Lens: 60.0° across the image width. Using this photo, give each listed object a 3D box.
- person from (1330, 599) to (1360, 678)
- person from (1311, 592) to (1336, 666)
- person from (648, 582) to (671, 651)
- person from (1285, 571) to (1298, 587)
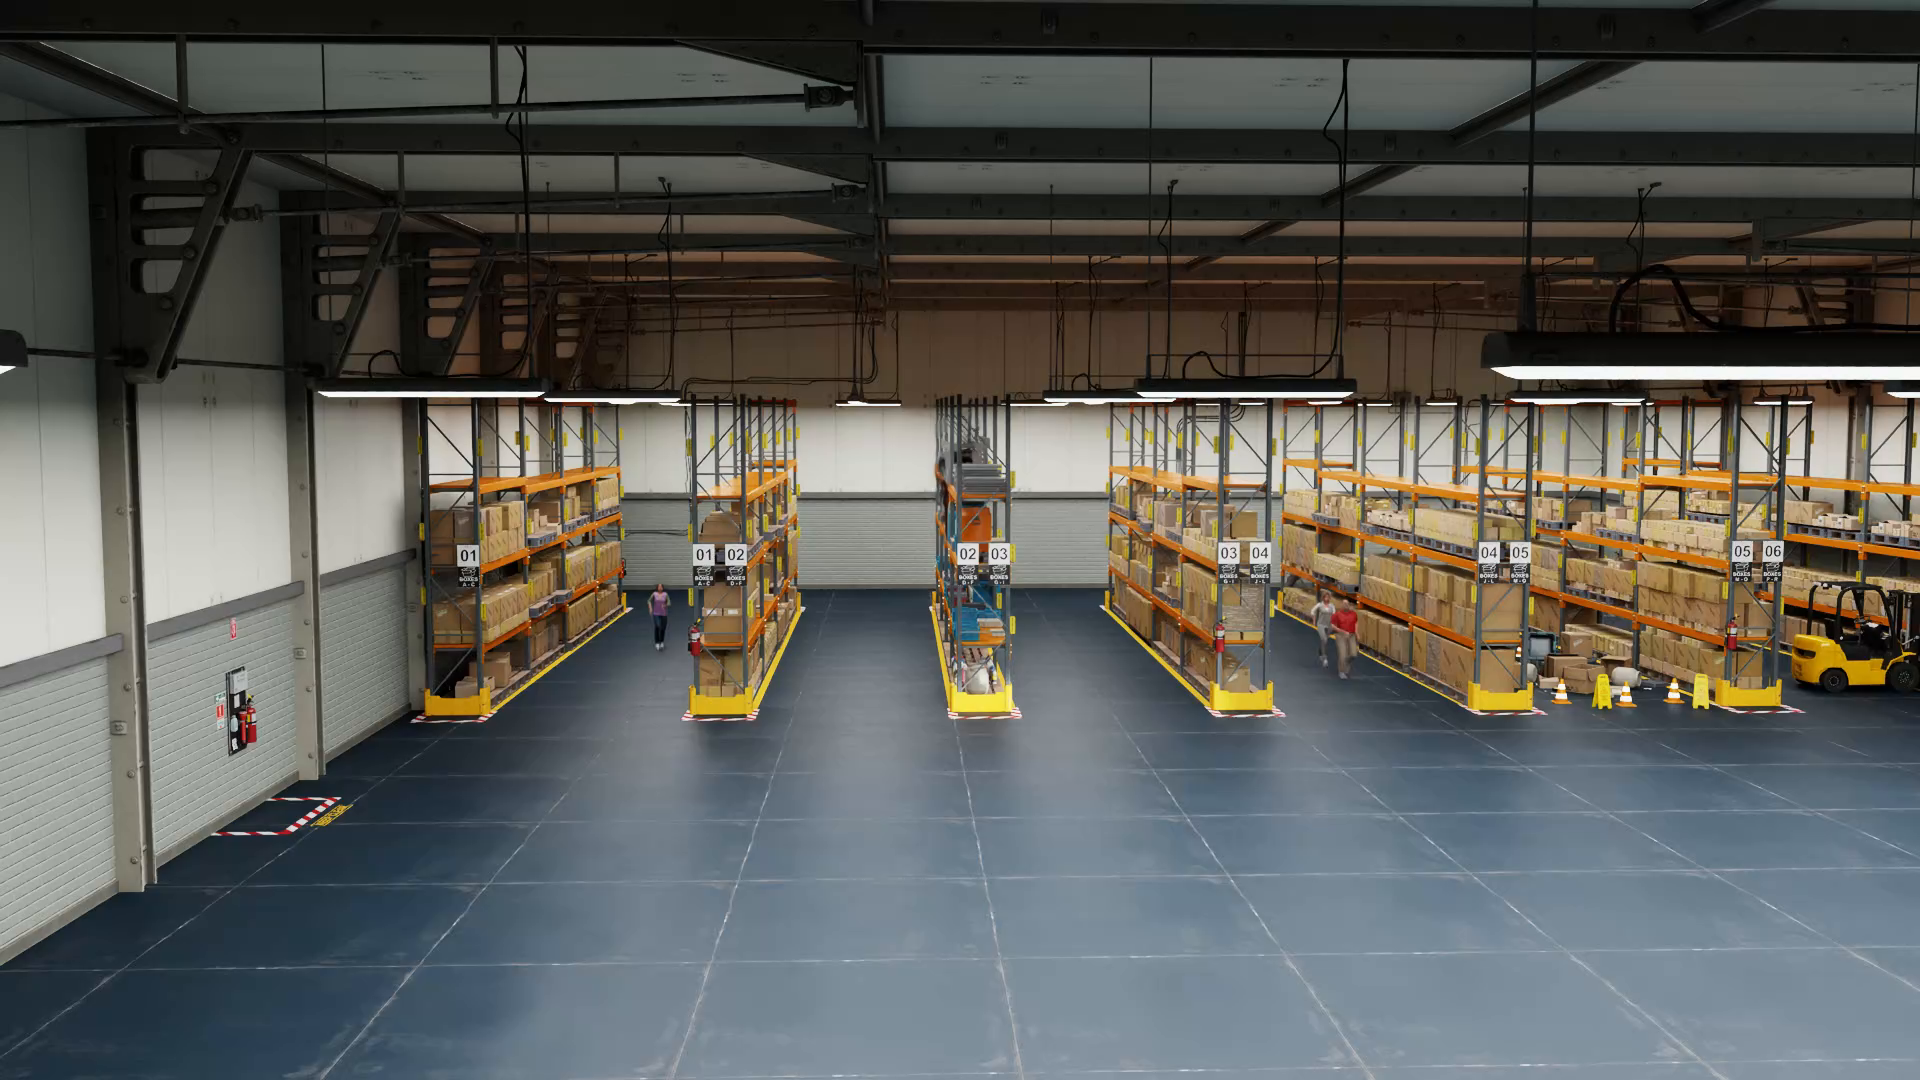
[{"bbox_3d":[8.216,2.103,35.361,0.658,1.686,0.591,-1,5,-7],"label":"person"},{"bbox_3d":[8.177,1.972,37.272,0.530,1.617,0.774,-1,5,-11],"label":"person"},{"bbox_3d":[-7.136,1.814,39.530,0.503,1.617,0.682,-2,5,-19],"label":"person"},{"bbox_3d":[9.731,1.079,48.735,0.579,1.610,0.618,-1,5,-11],"label":"person"}]
